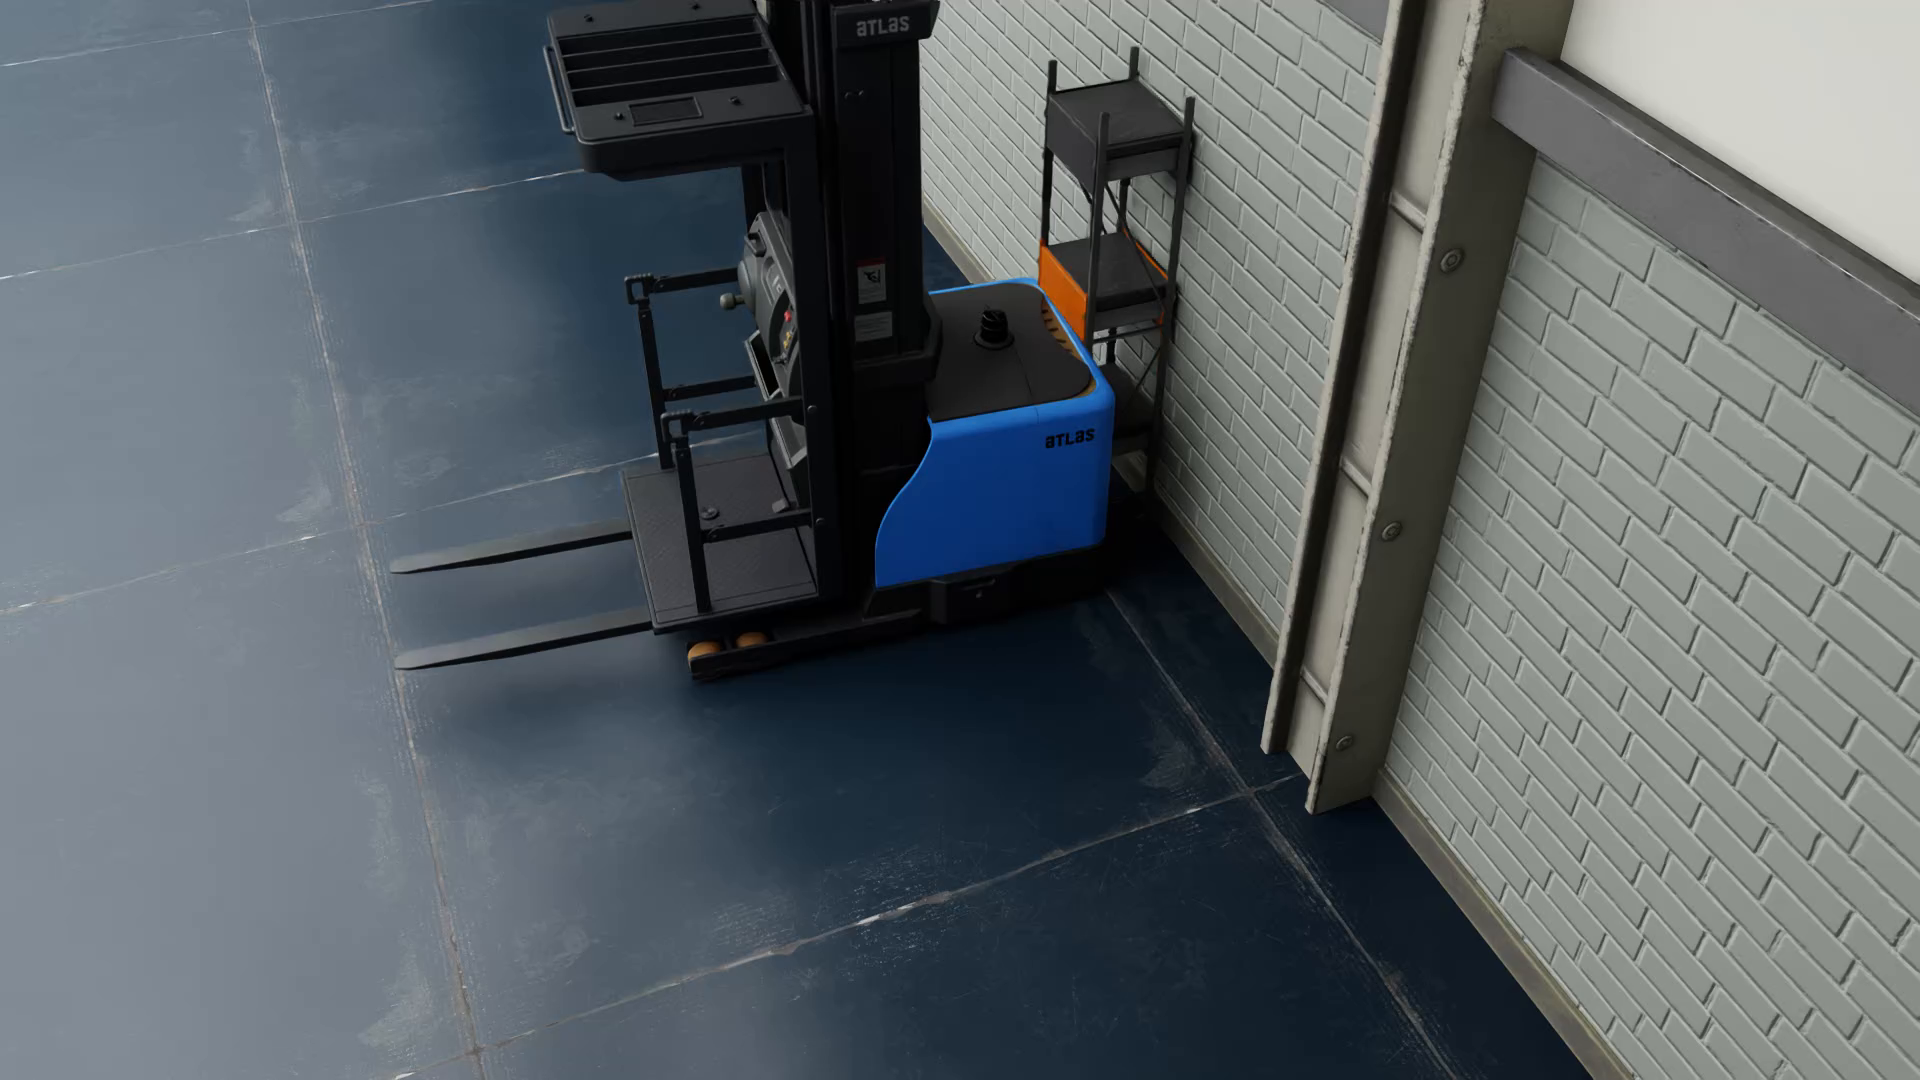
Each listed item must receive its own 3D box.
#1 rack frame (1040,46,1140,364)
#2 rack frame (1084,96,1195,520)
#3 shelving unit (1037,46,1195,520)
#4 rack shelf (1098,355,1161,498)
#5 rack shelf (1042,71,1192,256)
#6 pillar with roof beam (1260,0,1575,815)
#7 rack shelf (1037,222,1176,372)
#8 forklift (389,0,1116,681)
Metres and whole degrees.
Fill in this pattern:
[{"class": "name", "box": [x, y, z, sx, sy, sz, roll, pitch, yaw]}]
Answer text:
[{"class": "rack frame", "box": [0.533, -1.164, 7.389, 0.400, 2.100, 0.015, -14, 43, -16]}, {"class": "rack frame", "box": [0.711, -0.867, 7.045, 0.400, 2.100, 0.015, -14, 43, -16]}, {"class": "shelving unit", "box": [0.622, -1.015, 7.217, 0.431, 2.100, 0.503, -14, 43, -16]}, {"class": "rack shelf", "box": [0.616, -0.474, 7.682, 0.431, 0.518, 0.480, -14, 43, -16]}, {"class": "rack shelf", "box": [0.628, -1.536, 6.770, 0.431, 0.518, 0.480, -14, 43, -16]}, {"class": "pillar with roof beam", "box": [-2.552, -1.430, 2.430, 9.100, 9.000, 0.400, -15, 43, -17]}, {"class": "rack shelf", "box": [0.622, -1.005, 7.226, 0.431, 0.518, 0.480, -14, 43, -16]}, {"class": "forklift", "box": [-0.929, -0.910, 6.479, 3.031, 2.935, 1.130, -11, 42, -12]}]
